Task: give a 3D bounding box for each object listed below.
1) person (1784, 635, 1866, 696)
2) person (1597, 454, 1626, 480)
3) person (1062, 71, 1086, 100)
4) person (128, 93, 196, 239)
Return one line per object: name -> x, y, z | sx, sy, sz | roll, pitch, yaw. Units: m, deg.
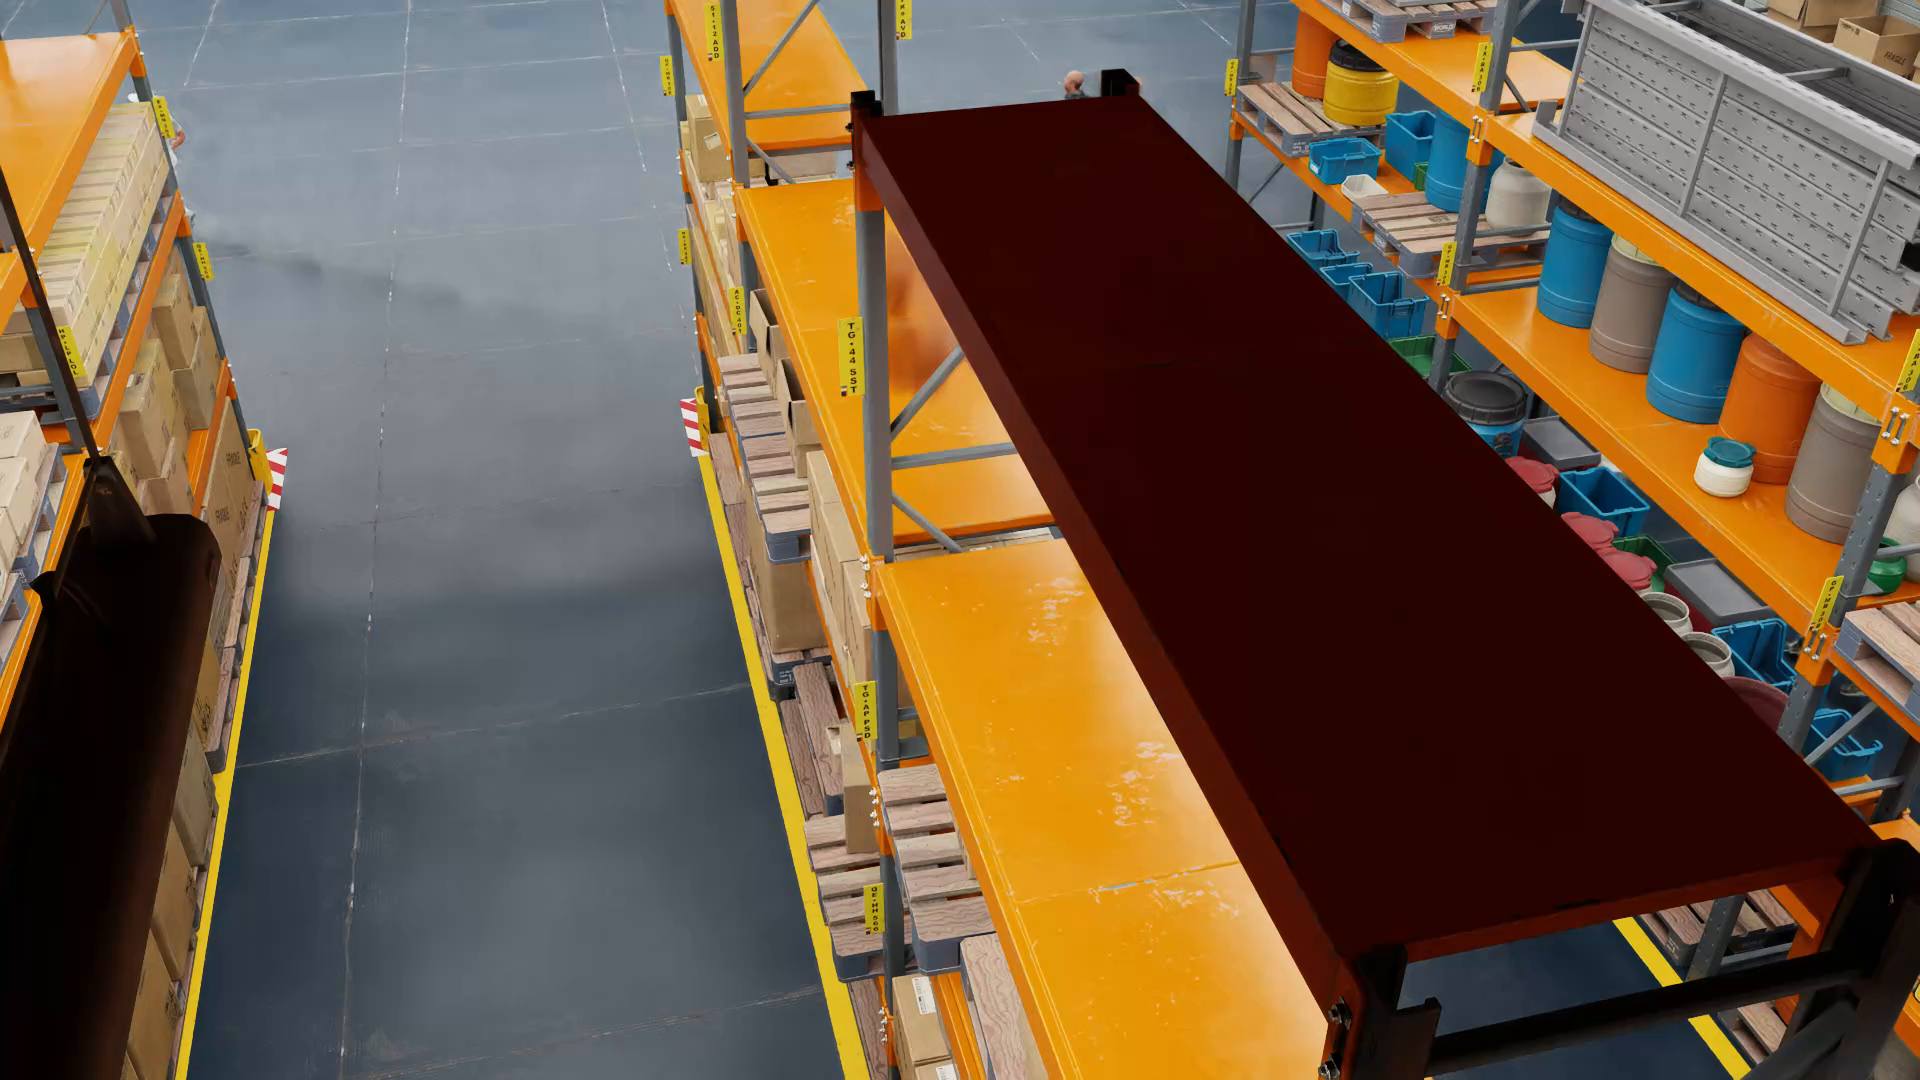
person -> 6.503, 0.388, 12.083 | 0.520, 1.597, 0.855 | -14, 37, -19
person -> 5.258, -0.620, 13.464 | 0.671, 1.740, 0.618 | -8, 35, -11
person -> 1.243, -4.586, 19.255 | 1.013, 1.702, 0.671 | 7, 35, 10
person -> -8.938, -4.182, 18.670 | 0.697, 1.751, 0.655 | 13, 36, 18
